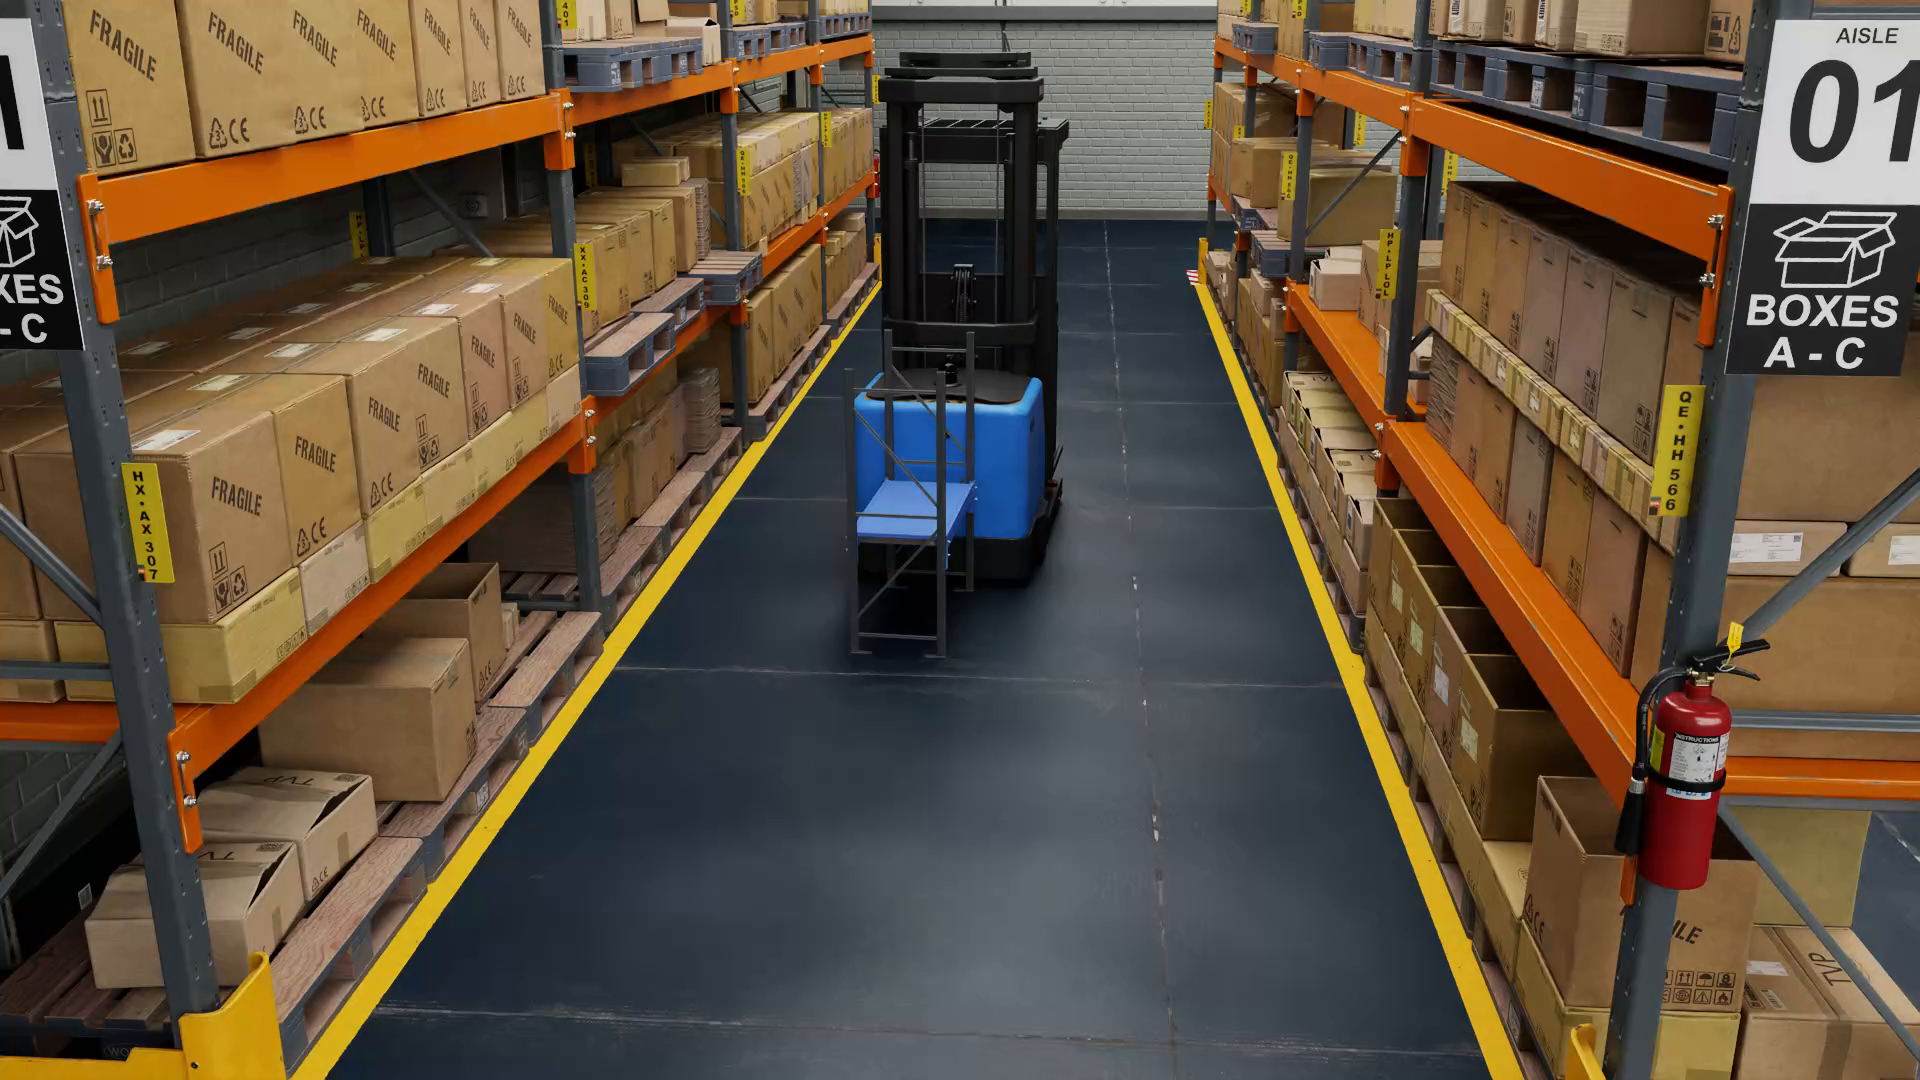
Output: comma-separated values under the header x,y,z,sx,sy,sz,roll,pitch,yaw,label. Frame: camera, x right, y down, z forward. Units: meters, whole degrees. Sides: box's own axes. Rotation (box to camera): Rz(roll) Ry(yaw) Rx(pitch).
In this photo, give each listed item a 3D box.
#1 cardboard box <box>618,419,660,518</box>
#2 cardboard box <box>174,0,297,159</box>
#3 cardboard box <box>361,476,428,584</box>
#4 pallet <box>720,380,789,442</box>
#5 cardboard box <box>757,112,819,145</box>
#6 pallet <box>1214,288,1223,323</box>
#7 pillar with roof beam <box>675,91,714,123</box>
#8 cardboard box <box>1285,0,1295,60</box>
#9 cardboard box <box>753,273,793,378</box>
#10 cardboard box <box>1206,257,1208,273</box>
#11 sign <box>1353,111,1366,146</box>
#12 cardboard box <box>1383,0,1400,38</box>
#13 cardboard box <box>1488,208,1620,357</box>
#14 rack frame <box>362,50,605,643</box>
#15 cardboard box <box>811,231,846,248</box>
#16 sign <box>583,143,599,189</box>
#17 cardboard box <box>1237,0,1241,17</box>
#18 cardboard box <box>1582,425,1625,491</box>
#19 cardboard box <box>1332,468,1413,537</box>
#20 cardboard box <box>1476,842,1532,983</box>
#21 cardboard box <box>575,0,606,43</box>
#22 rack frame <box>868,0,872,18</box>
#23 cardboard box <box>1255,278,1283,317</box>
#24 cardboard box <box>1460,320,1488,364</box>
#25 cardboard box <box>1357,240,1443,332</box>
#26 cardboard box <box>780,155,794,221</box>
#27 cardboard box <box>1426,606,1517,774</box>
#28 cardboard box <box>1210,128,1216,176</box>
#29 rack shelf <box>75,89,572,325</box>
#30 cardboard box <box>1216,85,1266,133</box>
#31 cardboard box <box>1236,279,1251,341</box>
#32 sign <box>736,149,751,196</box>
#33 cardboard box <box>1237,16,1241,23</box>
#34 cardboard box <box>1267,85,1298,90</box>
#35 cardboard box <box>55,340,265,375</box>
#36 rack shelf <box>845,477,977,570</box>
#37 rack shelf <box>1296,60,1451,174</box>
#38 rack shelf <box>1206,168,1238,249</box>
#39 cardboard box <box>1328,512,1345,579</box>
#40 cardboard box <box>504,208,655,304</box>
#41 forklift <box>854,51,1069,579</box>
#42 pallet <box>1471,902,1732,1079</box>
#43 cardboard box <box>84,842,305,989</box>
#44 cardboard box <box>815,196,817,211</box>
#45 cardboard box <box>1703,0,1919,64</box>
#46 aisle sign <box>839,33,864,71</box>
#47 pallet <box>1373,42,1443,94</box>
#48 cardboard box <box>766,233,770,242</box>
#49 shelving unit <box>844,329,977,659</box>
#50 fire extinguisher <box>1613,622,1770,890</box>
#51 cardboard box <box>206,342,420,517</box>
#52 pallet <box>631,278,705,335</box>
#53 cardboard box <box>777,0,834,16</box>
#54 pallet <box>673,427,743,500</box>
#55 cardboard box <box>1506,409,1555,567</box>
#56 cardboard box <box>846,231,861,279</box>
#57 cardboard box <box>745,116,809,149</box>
x,y,z,sx,sy,sz,roll,pitch,yaw,label
-2.280,-0.455,10.303,0.700,0.500,0.500,1,18,5,cardboard box
-2.319,-1.390,4.839,0.500,0.500,0.500,2,18,8,cardboard box
-2.250,-0.046,5.955,0.500,0.250,0.500,1,18,3,cardboard box
-1.962,-1.046,13.277,1.003,0.211,1.213,1,18,4,pallet
-1.585,-3.775,15.250,0.500,0.250,0.500,2,18,5,cardboard box
3.270,-2.529,17.803,1.003,0.211,1.213,1,18,4,pallet
1.675,-6.362,15.387,9.100,9.000,0.400,1,18,4,pillar with roof beam
2.882,-3.786,12.183,0.910,0.500,0.500,1,18,4,cardboard box
-1.840,-1.804,13.888,0.750,0.750,0.750,1,18,4,cardboard box
3.031,-3.166,19.112,0.380,0.166,0.250,1,18,4,cardboard box
3.689,-3.800,15.344,0.100,0.325,0.005,1,18,4,sign
2.800,-3.090,9.784,0.500,0.250,0.500,1,18,3,cardboard box
2.464,-0.990,6.383,0.700,0.500,0.500,1,18,4,cardboard box
-2.380,-0.886,8.309,1.000,3.000,0.127,1,18,4,rack frame
-1.407,-3.185,17.624,0.380,0.149,0.250,1,18,2,cardboard box
-2.647,-2.690,11.955,0.100,0.325,0.005,1,18,4,sign
2.938,-5.165,15.990,0.500,0.250,0.500,1,18,4,cardboard box
2.168,-0.252,5.172,0.380,0.149,0.250,2,18,5,cardboard box
2.335,-0.230,9.148,0.500,0.311,0.500,2,18,5,cardboard box
2.042,1.244,5.550,0.500,0.250,0.500,1,18,4,cardboard box
-2.217,-2.828,8.887,0.500,0.311,0.500,2,18,6,cardboard box
-1.520,-7.464,18.749,1.000,3.000,0.127,1,18,4,rack frame
2.750,-2.028,13.897,0.500,0.250,0.500,1,18,3,cardboard box
2.297,-0.814,6.886,0.380,0.149,0.250,1,18,3,cardboard box
2.744,-1.545,10.160,0.500,0.500,0.500,0,18,1,cardboard box
-1.690,-2.950,13.939,0.500,0.500,0.500,2,18,5,cardboard box
2.110,0.577,6.381,0.500,0.500,0.500,1,18,4,cardboard box
3.127,-4.419,18.931,0.500,0.500,0.500,2,18,5,cardboard box
-2.523,-1.348,6.059,1.077,0.370,4.000,1,18,4,rack shelf
3.097,-4.732,18.280,0.500,0.500,0.500,1,18,4,cardboard box
2.857,-2.138,15.437,0.500,0.500,0.500,0,18,1,cardboard box
-1.551,-2.632,11.905,0.100,0.325,0.005,1,18,4,sign
2.951,-4.927,16.067,0.500,0.250,0.500,1,18,4,cardboard box
3.628,-4.725,18.259,0.500,0.500,0.500,2,18,5,cardboard box
-2.766,-0.406,5.850,0.500,0.500,0.500,1,18,2,cardboard box
-0.244,-0.102,8.904,0.538,0.185,1.000,3,18,8,rack shelf
2.705,-2.481,9.516,1.077,0.370,4.000,1,18,4,rack shelf
3.278,-3.540,17.566,1.077,0.370,4.000,1,18,4,rack shelf
2.340,0.038,9.230,0.500,0.250,0.500,1,18,3,cardboard box
-2.246,-1.678,9.861,0.700,0.500,0.500,4,19,11,cardboard box
0.093,-1.587,10.558,1.130,2.935,3.031,3,18,8,forklift
2.288,1.552,5.346,1.003,0.211,1.213,1,18,4,pallet
-2.527,1.212,5.518,0.500,0.311,0.500,-1,18,-2,cardboard box
-1.548,-3.149,15.588,0.380,0.149,0.250,1,18,4,cardboard box
2.320,-1.453,4.158,0.797,0.503,0.637,3,18,8,cardboard box
-1.215,-5.864,19.326,0.394,0.787,0.004,1,18,4,aisle sign
2.612,-2.385,8.375,0.805,0.209,1.217,1,18,2,pallet
-1.774,-2.516,13.655,0.380,0.149,0.250,2,18,5,cardboard box
-0.244,-0.273,8.848,0.538,1.500,1.048,3,18,8,shelving unit
1.803,0.529,4.116,0.296,0.674,0.183,1,18,4,fire extinguisher
-2.244,-0.393,5.811,0.500,0.500,0.500,1,18,2,cardboard box
-2.194,-1.421,10.252,1.003,0.211,1.213,1,18,4,pallet
-1.494,-5.181,16.004,0.500,0.250,0.500,1,18,4,cardboard box
-2.151,-0.560,11.794,1.003,0.211,1.213,1,18,4,pallet
2.429,-0.207,6.078,0.700,0.500,0.500,2,18,6,cardboard box
-1.506,-3.250,18.863,0.700,0.500,0.500,1,18,4,cardboard box
-1.631,-3.616,14.766,0.500,0.250,0.500,2,18,5,cardboard box
